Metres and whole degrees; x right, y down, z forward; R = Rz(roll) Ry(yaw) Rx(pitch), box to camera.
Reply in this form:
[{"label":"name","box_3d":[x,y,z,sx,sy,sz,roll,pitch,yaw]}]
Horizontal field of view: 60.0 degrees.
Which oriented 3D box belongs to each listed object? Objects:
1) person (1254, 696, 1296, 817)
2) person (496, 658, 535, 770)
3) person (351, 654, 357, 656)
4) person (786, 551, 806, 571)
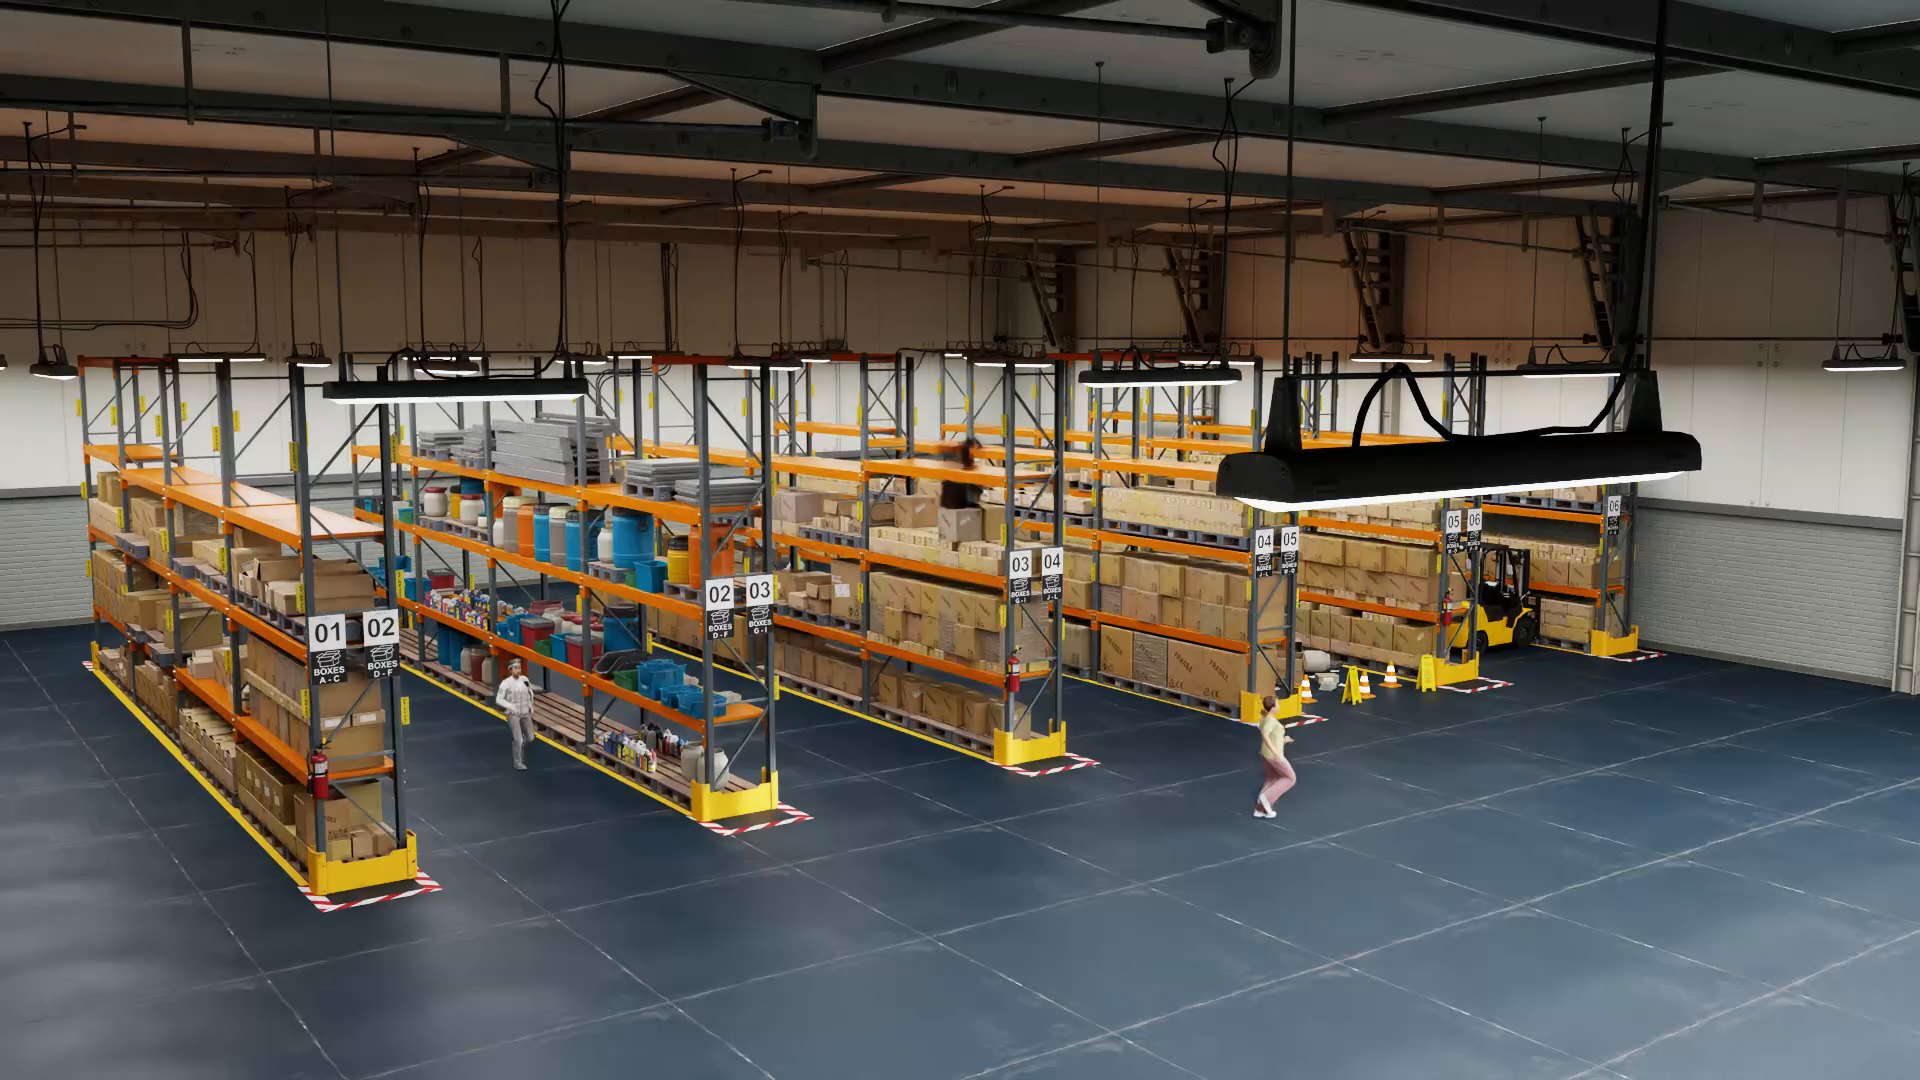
[{"label":"person","box_3d":[4.162,2.858,21.970,0.550,1.629,0.566,-1,7,-11]},{"label":"person","box_3d":[-6.500,2.550,24.466,0.611,1.649,0.569,-6,9,-41]},{"label":"person","box_3d":[-10.466,2.033,28.319,0.616,1.835,0.748,-6,9,-40]},{"label":"person","box_3d":[-3.642,1.056,36.911,0.575,1.661,0.808,-5,8,-34]}]
